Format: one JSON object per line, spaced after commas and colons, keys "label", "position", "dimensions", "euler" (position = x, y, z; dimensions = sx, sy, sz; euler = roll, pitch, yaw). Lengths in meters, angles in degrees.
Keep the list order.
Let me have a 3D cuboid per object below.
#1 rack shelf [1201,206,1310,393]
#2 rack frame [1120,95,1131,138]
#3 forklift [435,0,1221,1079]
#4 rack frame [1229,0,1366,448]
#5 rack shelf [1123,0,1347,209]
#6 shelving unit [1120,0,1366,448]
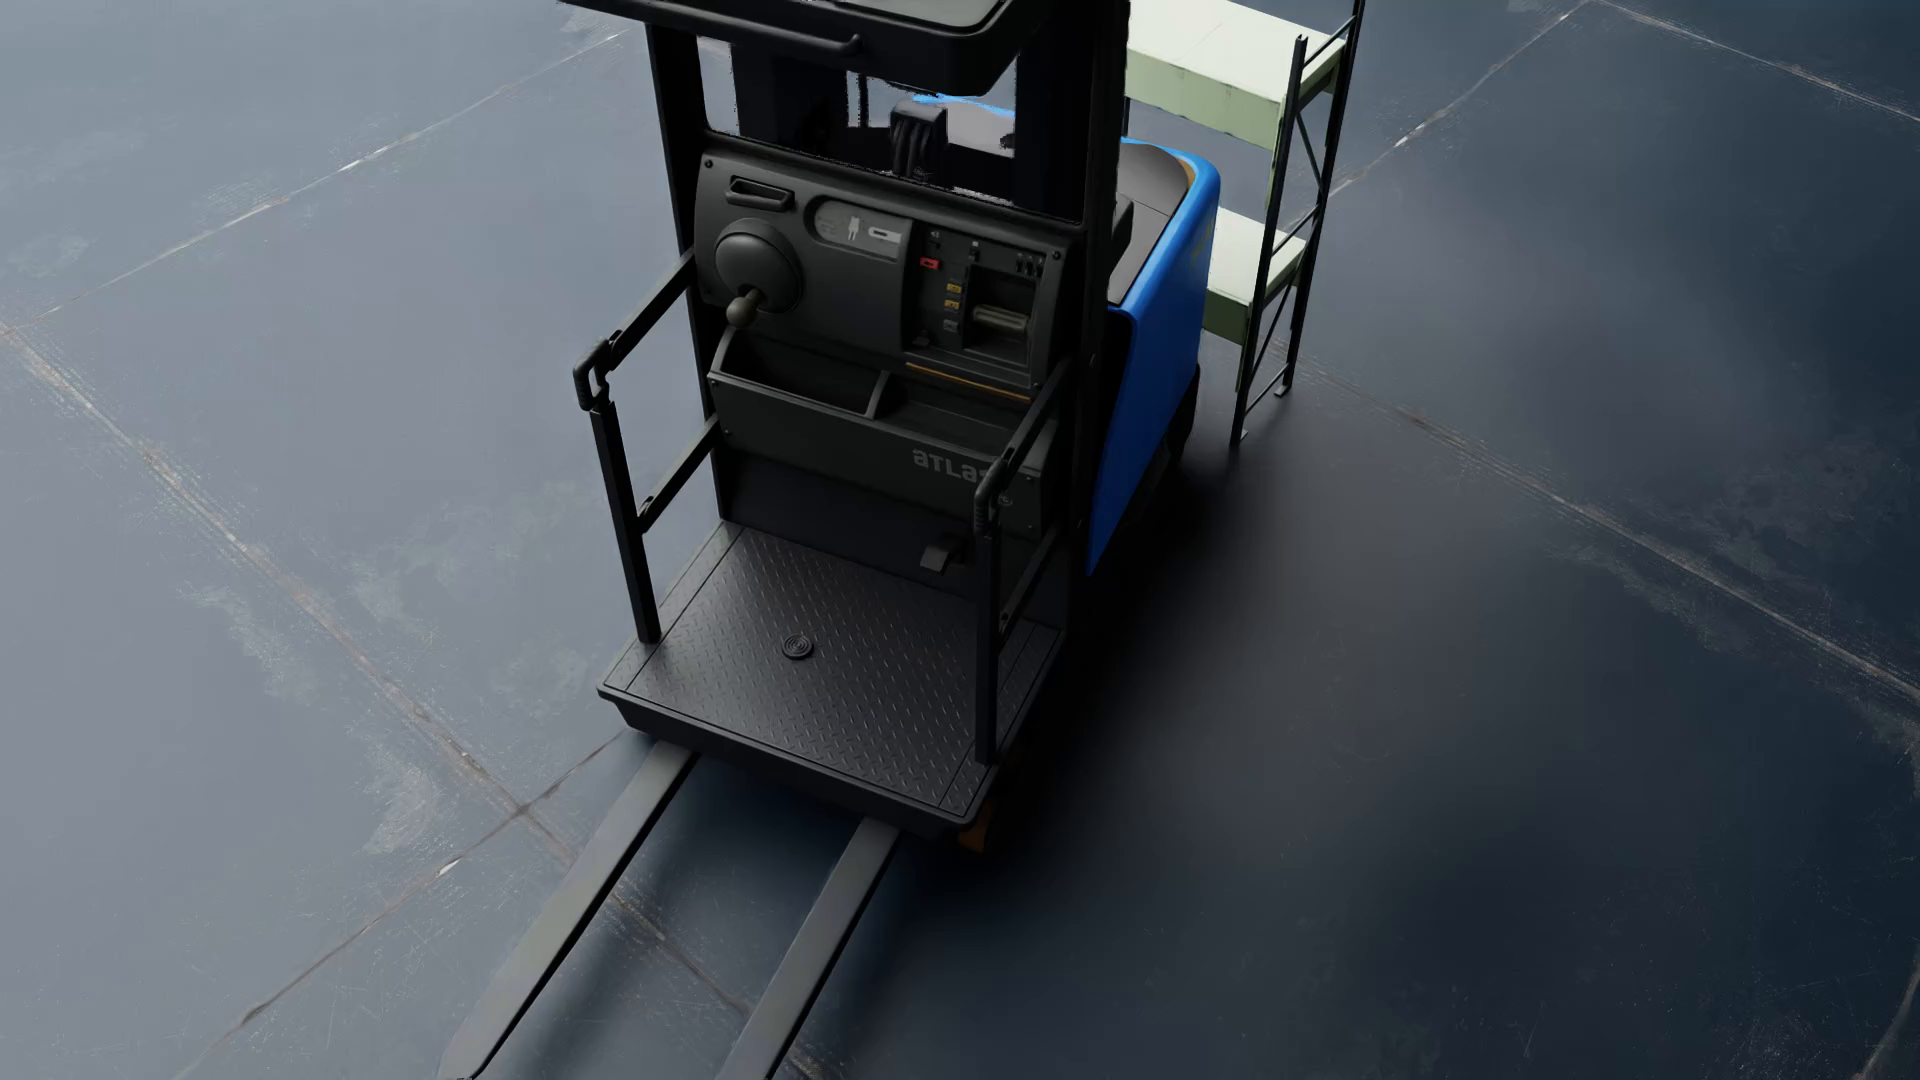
{"label": "rack shelf", "position": [0.728, -0.876, 5.491], "dimensions": [0.720, 0.370, 0.431], "euler": [28, 53, 24]}
{"label": "rack frame", "position": [0.431, -1.256, 5.401], "dimensions": [0.023, 1.500, 0.400], "euler": [28, 53, 24]}
{"label": "forklift", "position": [-0.283, -0.529, 3.736], "dimensions": [1.130, 2.935, 3.031], "euler": [18, 49, 16]}
{"label": "rack frame", "position": [1.024, -0.943, 5.107], "dimensions": [0.023, 1.500, 0.400], "euler": [28, 53, 24]}
{"label": "rack shelf", "position": [0.728, -1.367, 4.969], "dimensions": [0.720, 0.370, 0.431], "euler": [28, 53, 24]}
{"label": "shelving unit", "position": [0.728, -1.100, 5.254], "dimensions": [0.755, 1.500, 0.431], "euler": [28, 53, 24]}
